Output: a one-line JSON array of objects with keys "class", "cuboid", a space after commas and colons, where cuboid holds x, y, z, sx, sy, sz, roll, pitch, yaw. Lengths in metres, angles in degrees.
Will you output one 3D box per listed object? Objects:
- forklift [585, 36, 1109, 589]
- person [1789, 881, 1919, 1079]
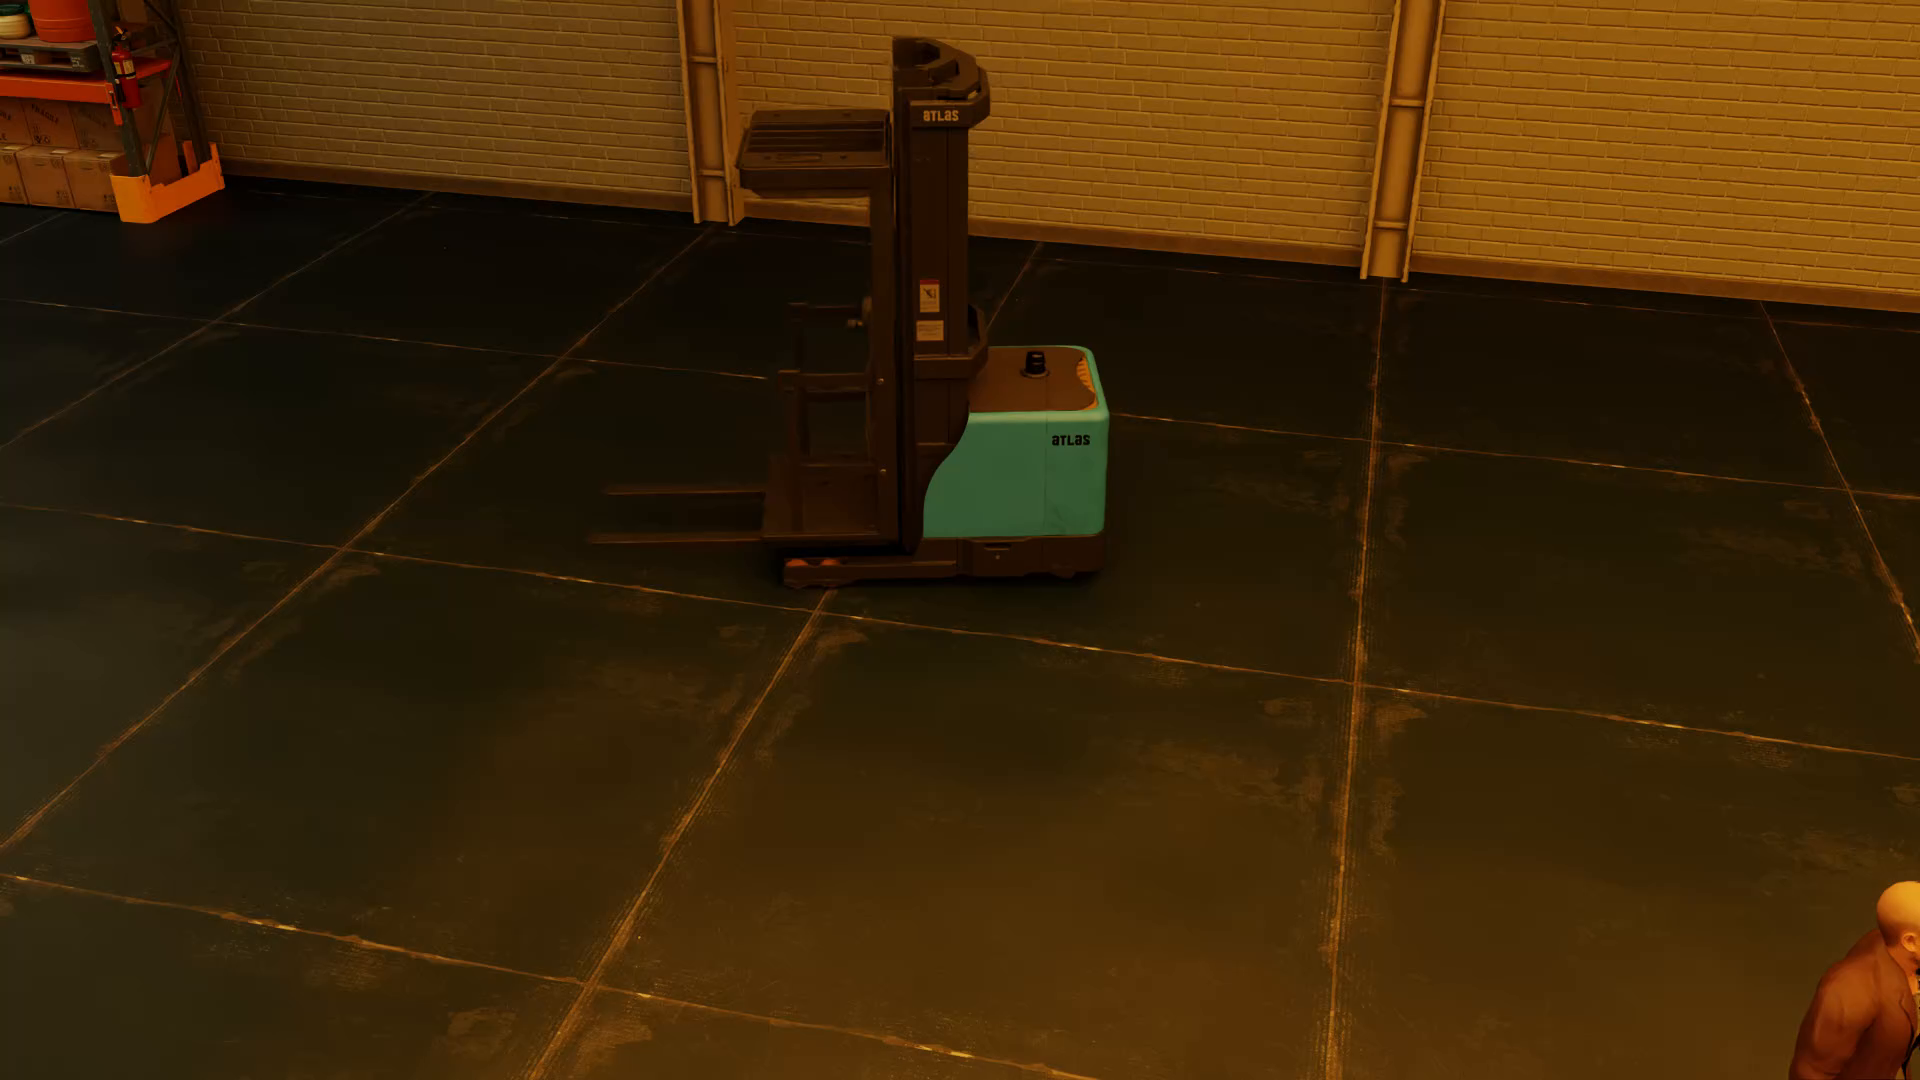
[{"class": "forklift", "cuboid": [-0.683, -1.260, 9.394, 3.031, 2.935, 1.130, -1, 30, -2]}, {"class": "person", "cuboid": [2.820, 1.829, 5.093, 0.694, 1.777, 0.572, -26, 39, -38]}]
